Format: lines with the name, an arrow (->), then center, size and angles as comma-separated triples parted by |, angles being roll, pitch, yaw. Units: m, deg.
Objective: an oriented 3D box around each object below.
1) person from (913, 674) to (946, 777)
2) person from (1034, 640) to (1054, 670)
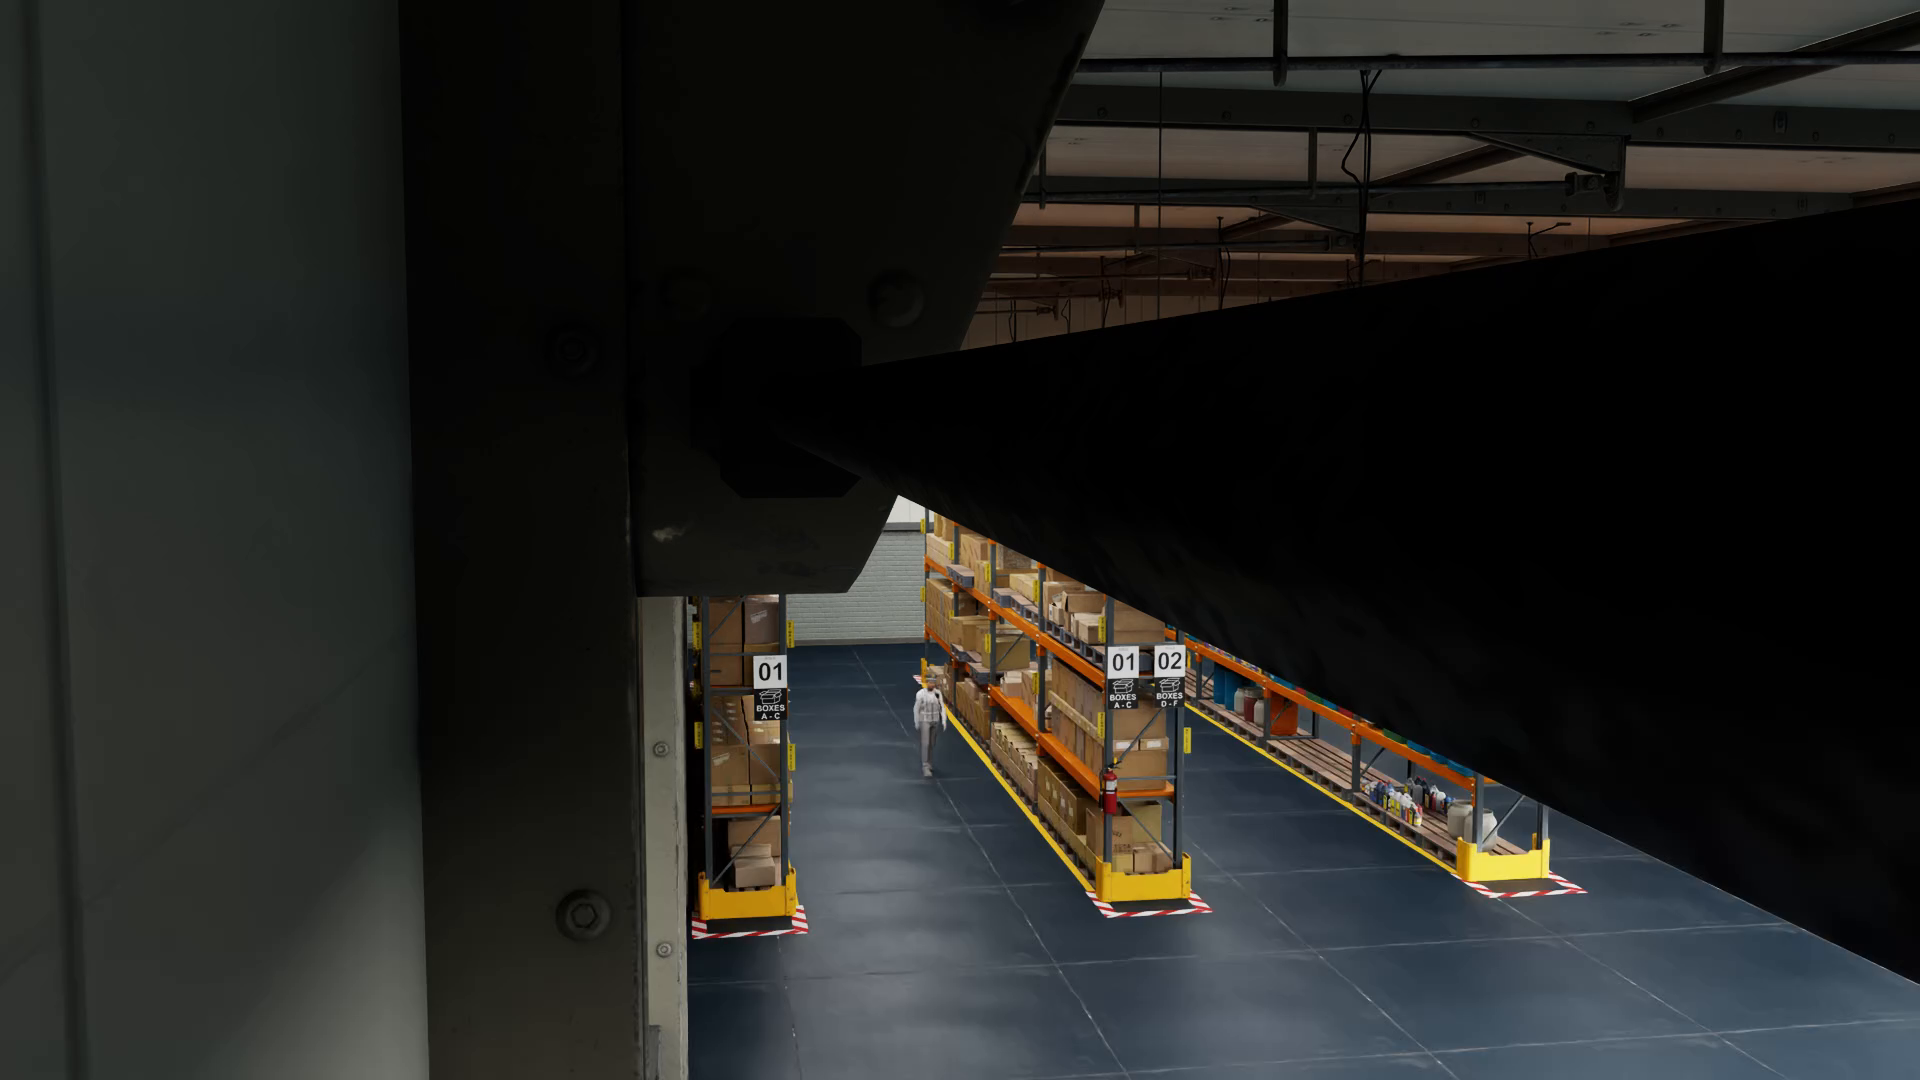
person -> -0.471, 3.052, 27.697 | 0.516, 1.658, 0.776 | -2, 6, -25
person -> 2.006, 2.152, 37.382 | 0.608, 1.717, 1.033 | -1, 5, -8
